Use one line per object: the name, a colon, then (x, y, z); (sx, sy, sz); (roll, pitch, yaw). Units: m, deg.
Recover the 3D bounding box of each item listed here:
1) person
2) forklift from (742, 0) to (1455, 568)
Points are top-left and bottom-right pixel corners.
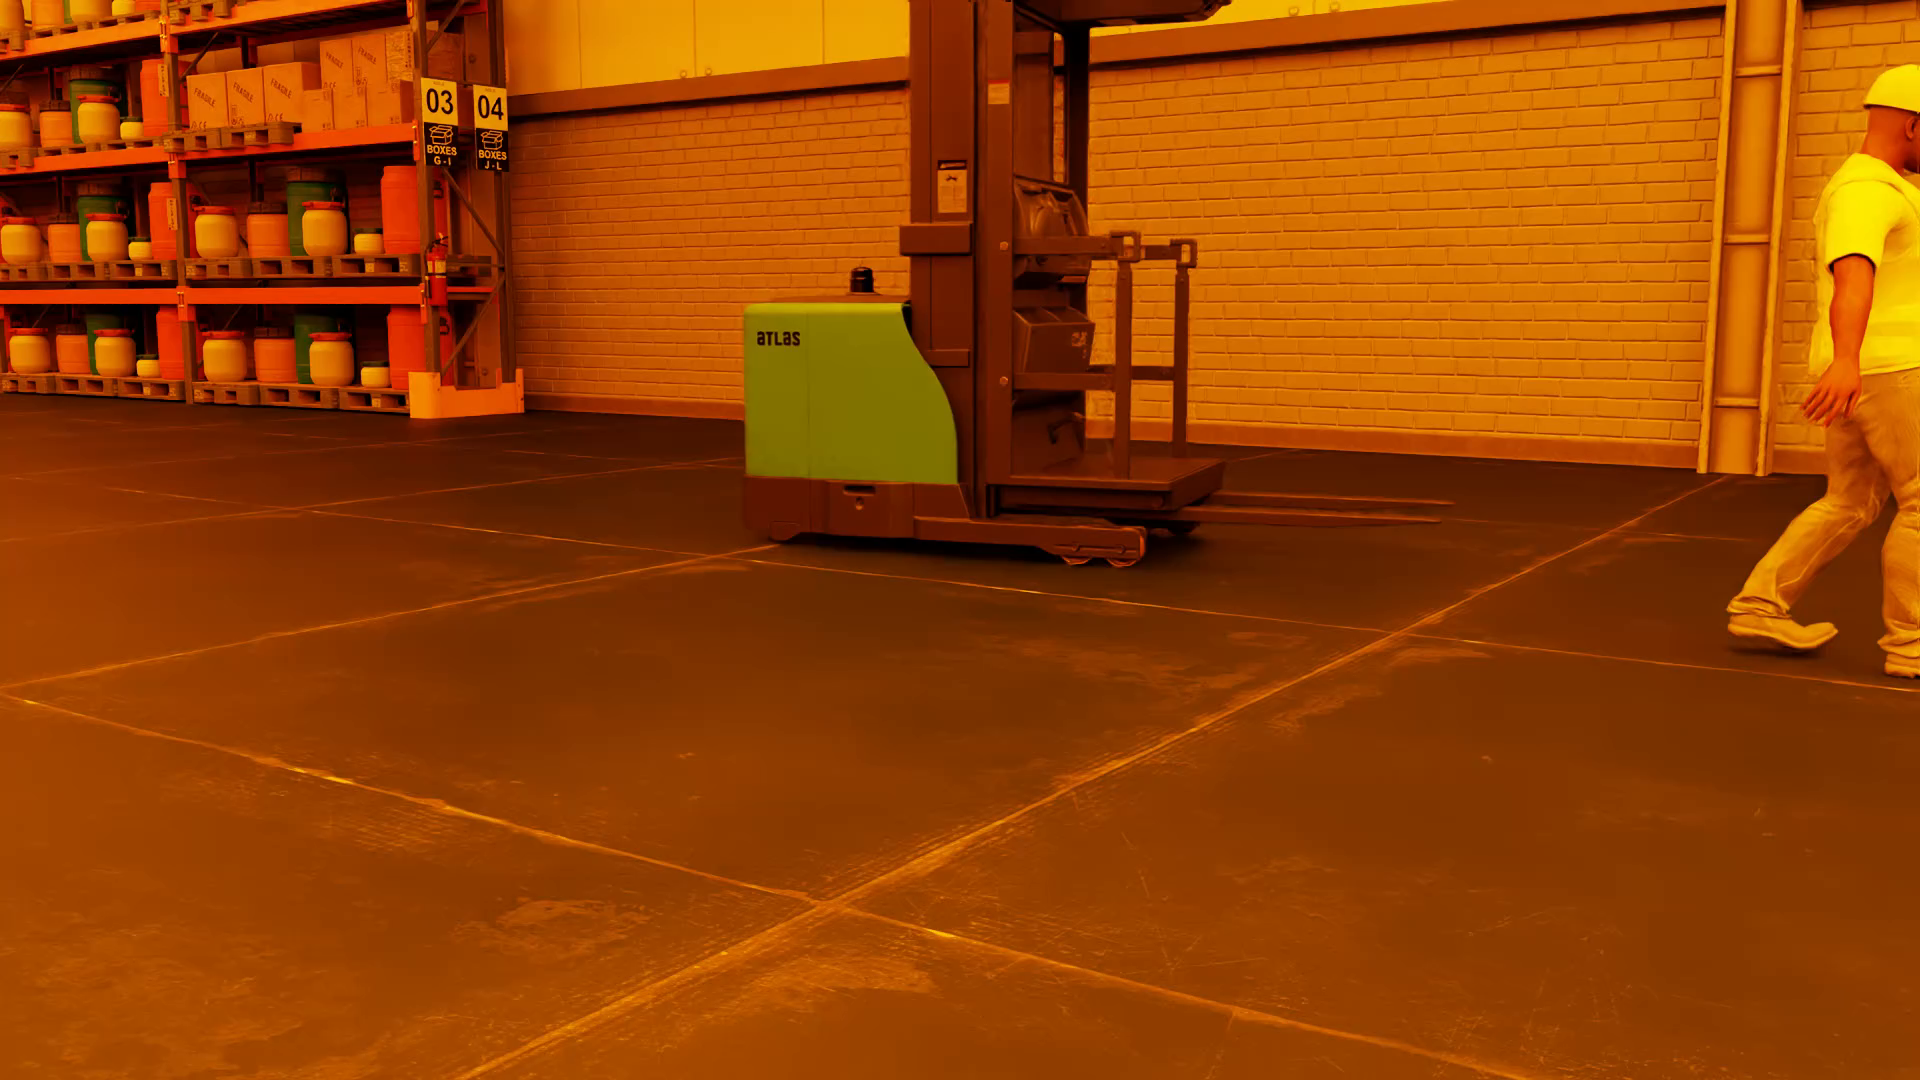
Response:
person: (2.693, -0.480, 4.820); (0.760, 1.745, 1.009); (3, 9, 21)
forklift: (0.591, -1.422, 7.193); (3.031, 2.935, 1.130); (3, 9, 21)
